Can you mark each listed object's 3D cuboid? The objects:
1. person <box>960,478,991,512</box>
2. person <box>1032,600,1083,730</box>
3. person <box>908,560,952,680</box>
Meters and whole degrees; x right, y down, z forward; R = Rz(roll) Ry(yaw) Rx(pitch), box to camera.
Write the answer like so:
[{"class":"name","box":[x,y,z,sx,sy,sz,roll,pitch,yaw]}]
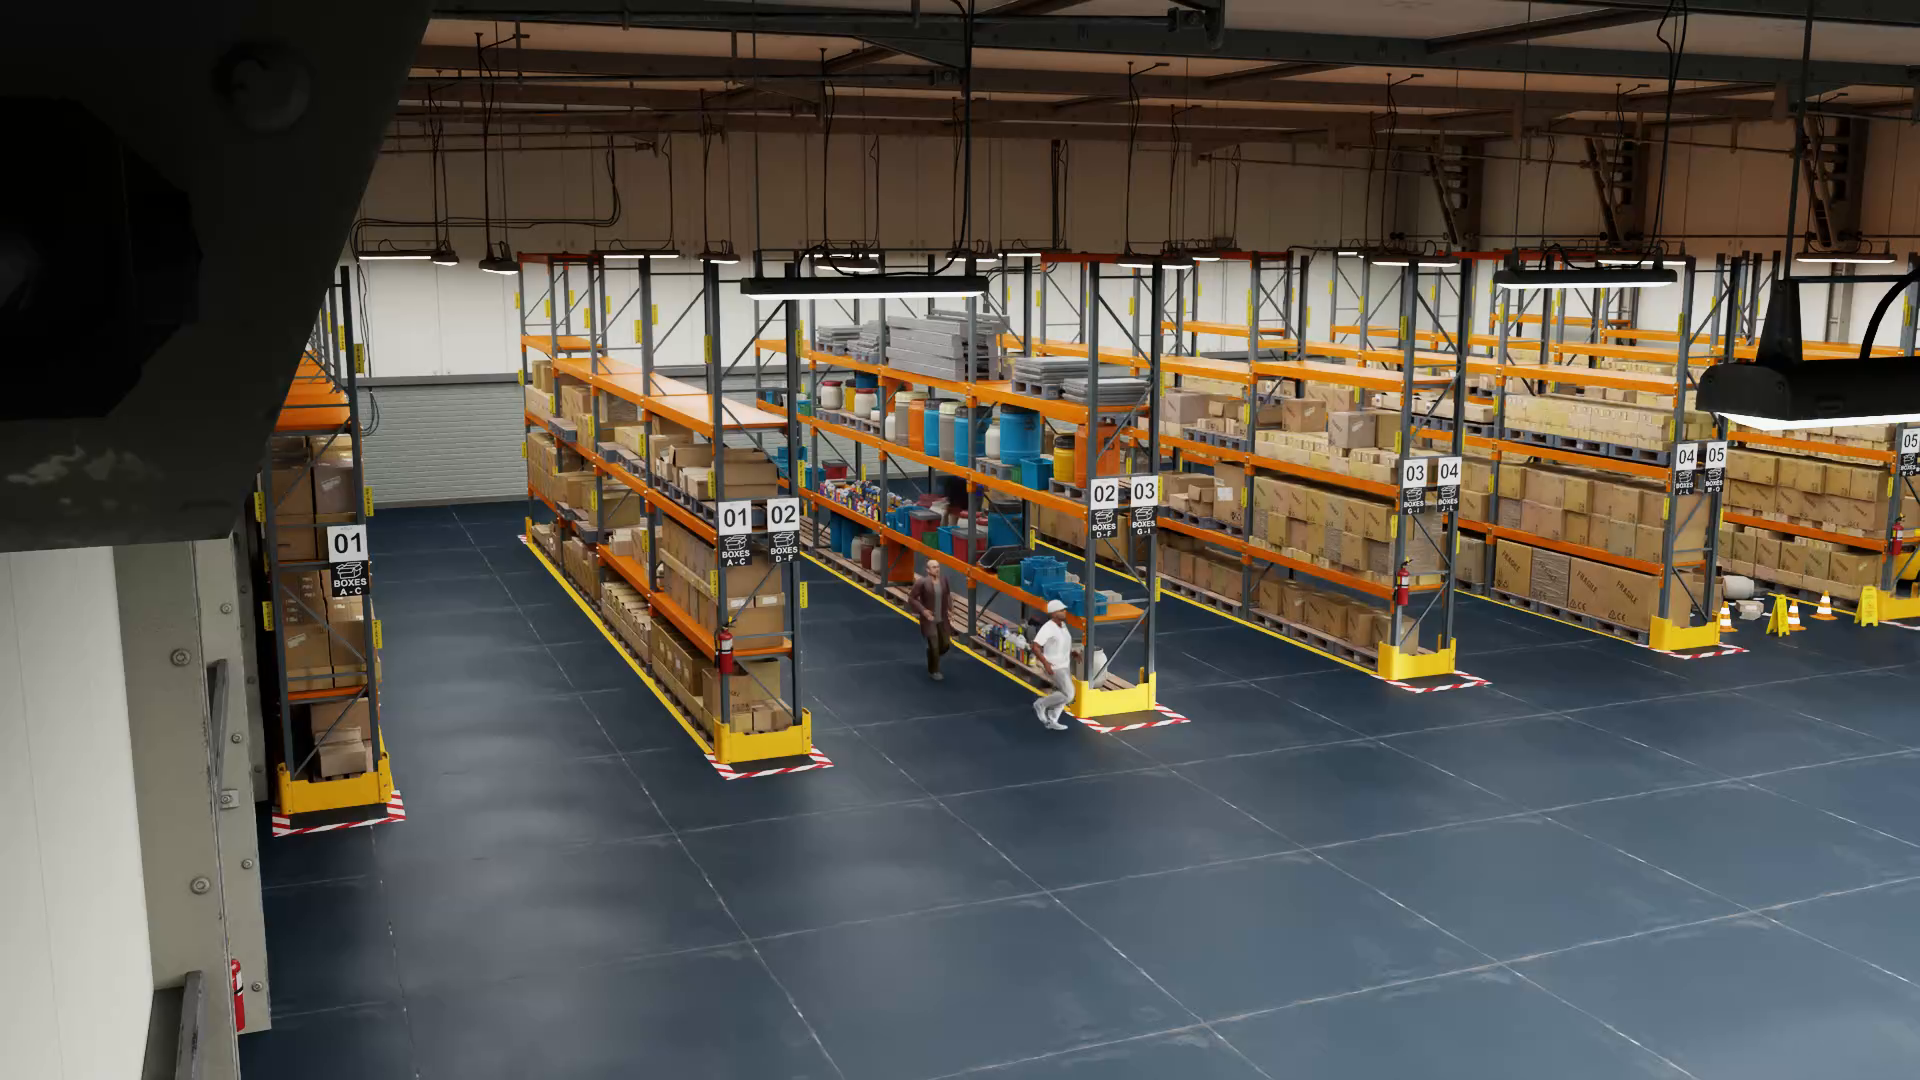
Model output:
[{"class":"person","box":[0.311,-0.770,34.806,0.576,1.667,0.928,-3,11,-17]},{"class":"person","box":[1.262,1.618,21.436,0.582,1.718,0.703,5,11,23]},{"class":"person","box":[-0.408,1.133,23.887,0.718,1.739,0.641,-6,12,-28]}]
